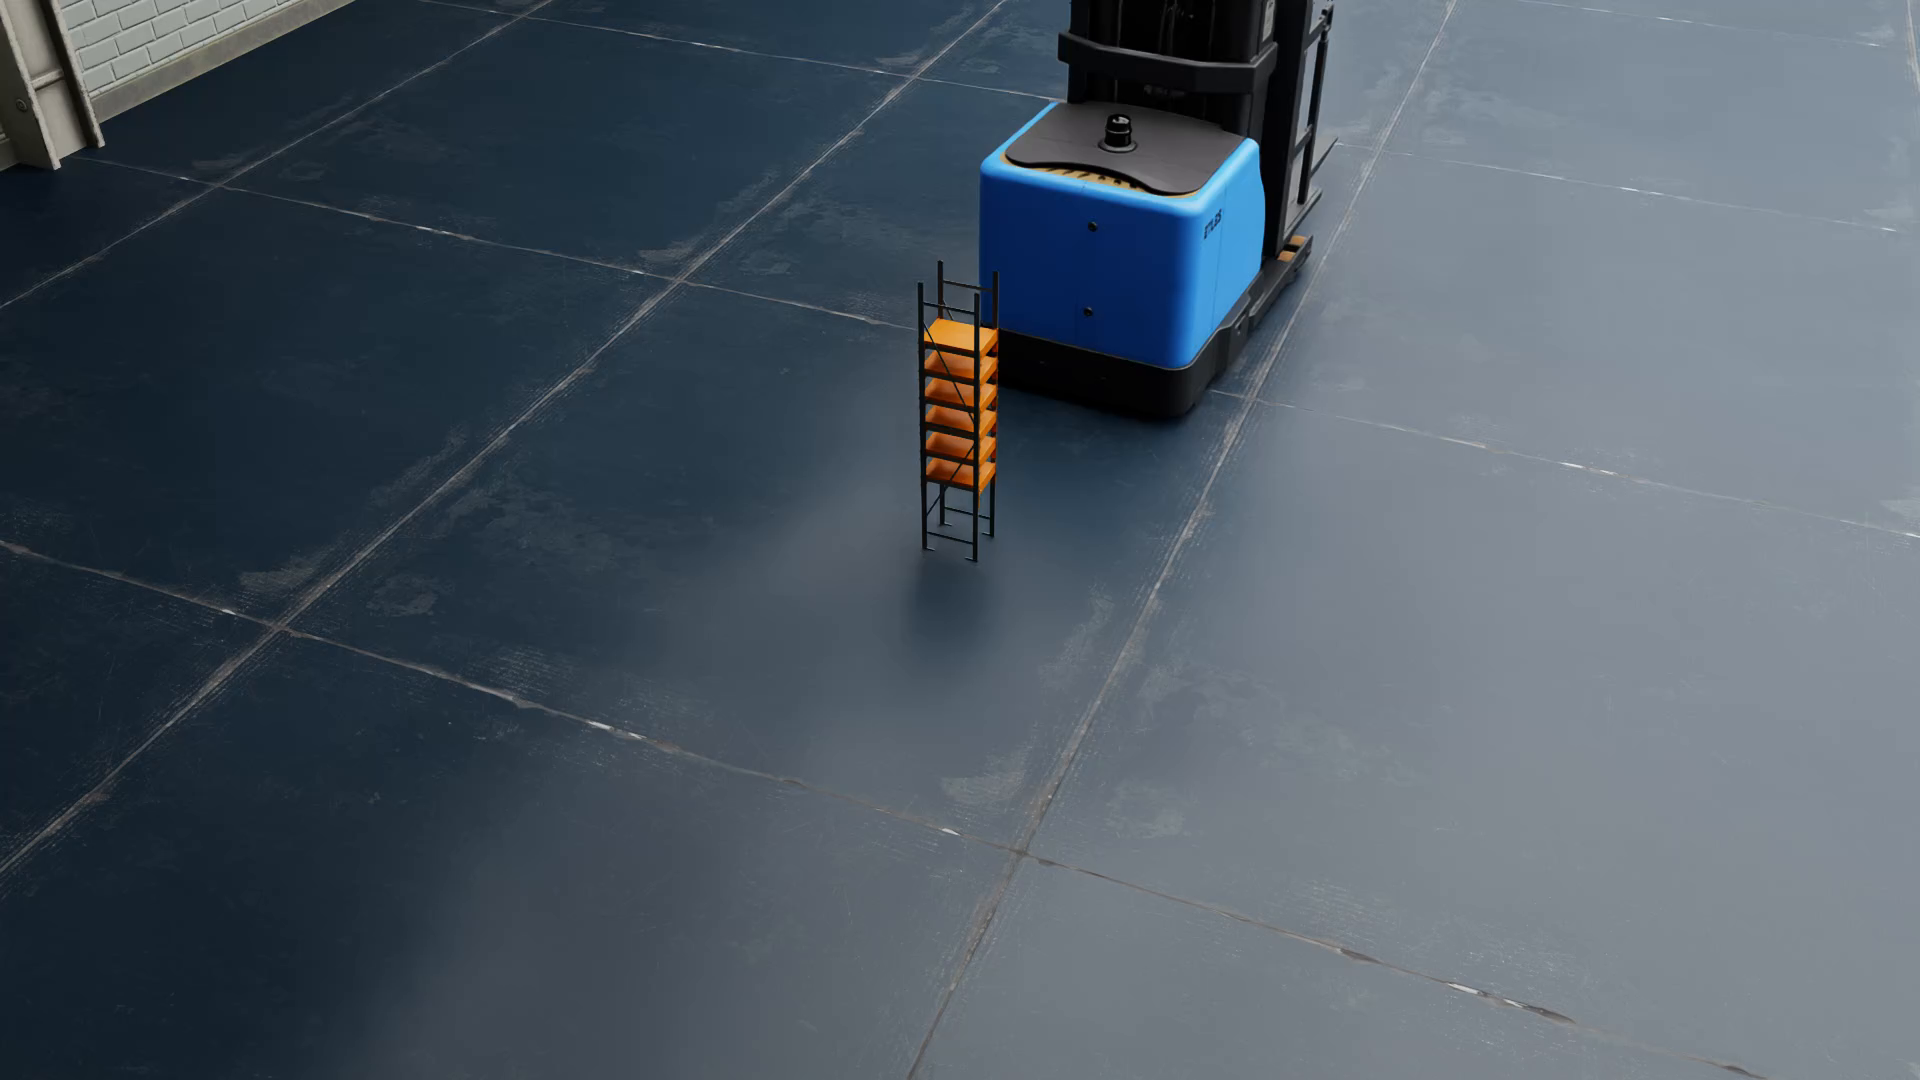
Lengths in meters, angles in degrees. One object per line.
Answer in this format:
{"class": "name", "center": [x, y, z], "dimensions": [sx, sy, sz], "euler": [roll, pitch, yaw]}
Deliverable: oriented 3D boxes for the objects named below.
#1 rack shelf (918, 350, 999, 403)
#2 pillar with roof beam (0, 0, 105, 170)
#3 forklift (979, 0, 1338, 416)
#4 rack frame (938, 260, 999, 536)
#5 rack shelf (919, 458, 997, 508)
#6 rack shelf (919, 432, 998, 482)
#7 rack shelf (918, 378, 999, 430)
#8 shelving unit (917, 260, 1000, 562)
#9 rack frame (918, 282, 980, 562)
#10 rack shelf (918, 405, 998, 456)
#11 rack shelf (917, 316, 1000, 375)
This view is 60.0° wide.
{"class": "rack shelf", "center": [-0.006, -0.629, 6.263], "dimensions": [0.258, 0.103, 0.180], "euler": [14, 39, 18]}
{"class": "pillar with roof beam", "center": [-1.322, -4.906, 5.798], "dimensions": [9.100, 9.000, 0.400], "euler": [14, 39, 18]}
{"class": "forklift", "center": [1.178, -2.593, 7.771], "dimensions": [1.130, 2.935, 3.031], "euler": [17, 40, 21]}
{"class": "rack frame", "center": [0.029, -0.523, 6.448], "dimensions": [0.240, 1.200, 0.006], "euler": [14, 39, 18]}
{"class": "rack shelf", "center": [-0.006, -0.245, 6.550], "dimensions": [0.258, 0.103, 0.180], "euler": [14, 39, 18]}
{"class": "rack shelf", "center": [-0.006, -0.341, 6.479], "dimensions": [0.258, 0.103, 0.180], "euler": [14, 39, 18]}
{"class": "rack shelf", "center": [-0.006, -0.533, 6.335], "dimensions": [0.258, 0.103, 0.180], "euler": [14, 39, 18]}
{"class": "shelving unit", "center": [-0.006, -0.473, 6.380], "dimensions": [0.258, 1.200, 0.189], "euler": [14, 39, 18]}
{"class": "rack frame", "center": [-0.040, -0.422, 6.312], "dimensions": [0.240, 1.200, 0.006], "euler": [14, 39, 18]}
{"class": "rack shelf", "center": [-0.006, -0.437, 6.407], "dimensions": [0.258, 0.103, 0.180], "euler": [14, 39, 18]}
{"class": "rack shelf", "center": [-0.006, -0.725, 6.191], "dimensions": [0.258, 0.103, 0.180], "euler": [14, 39, 18]}
